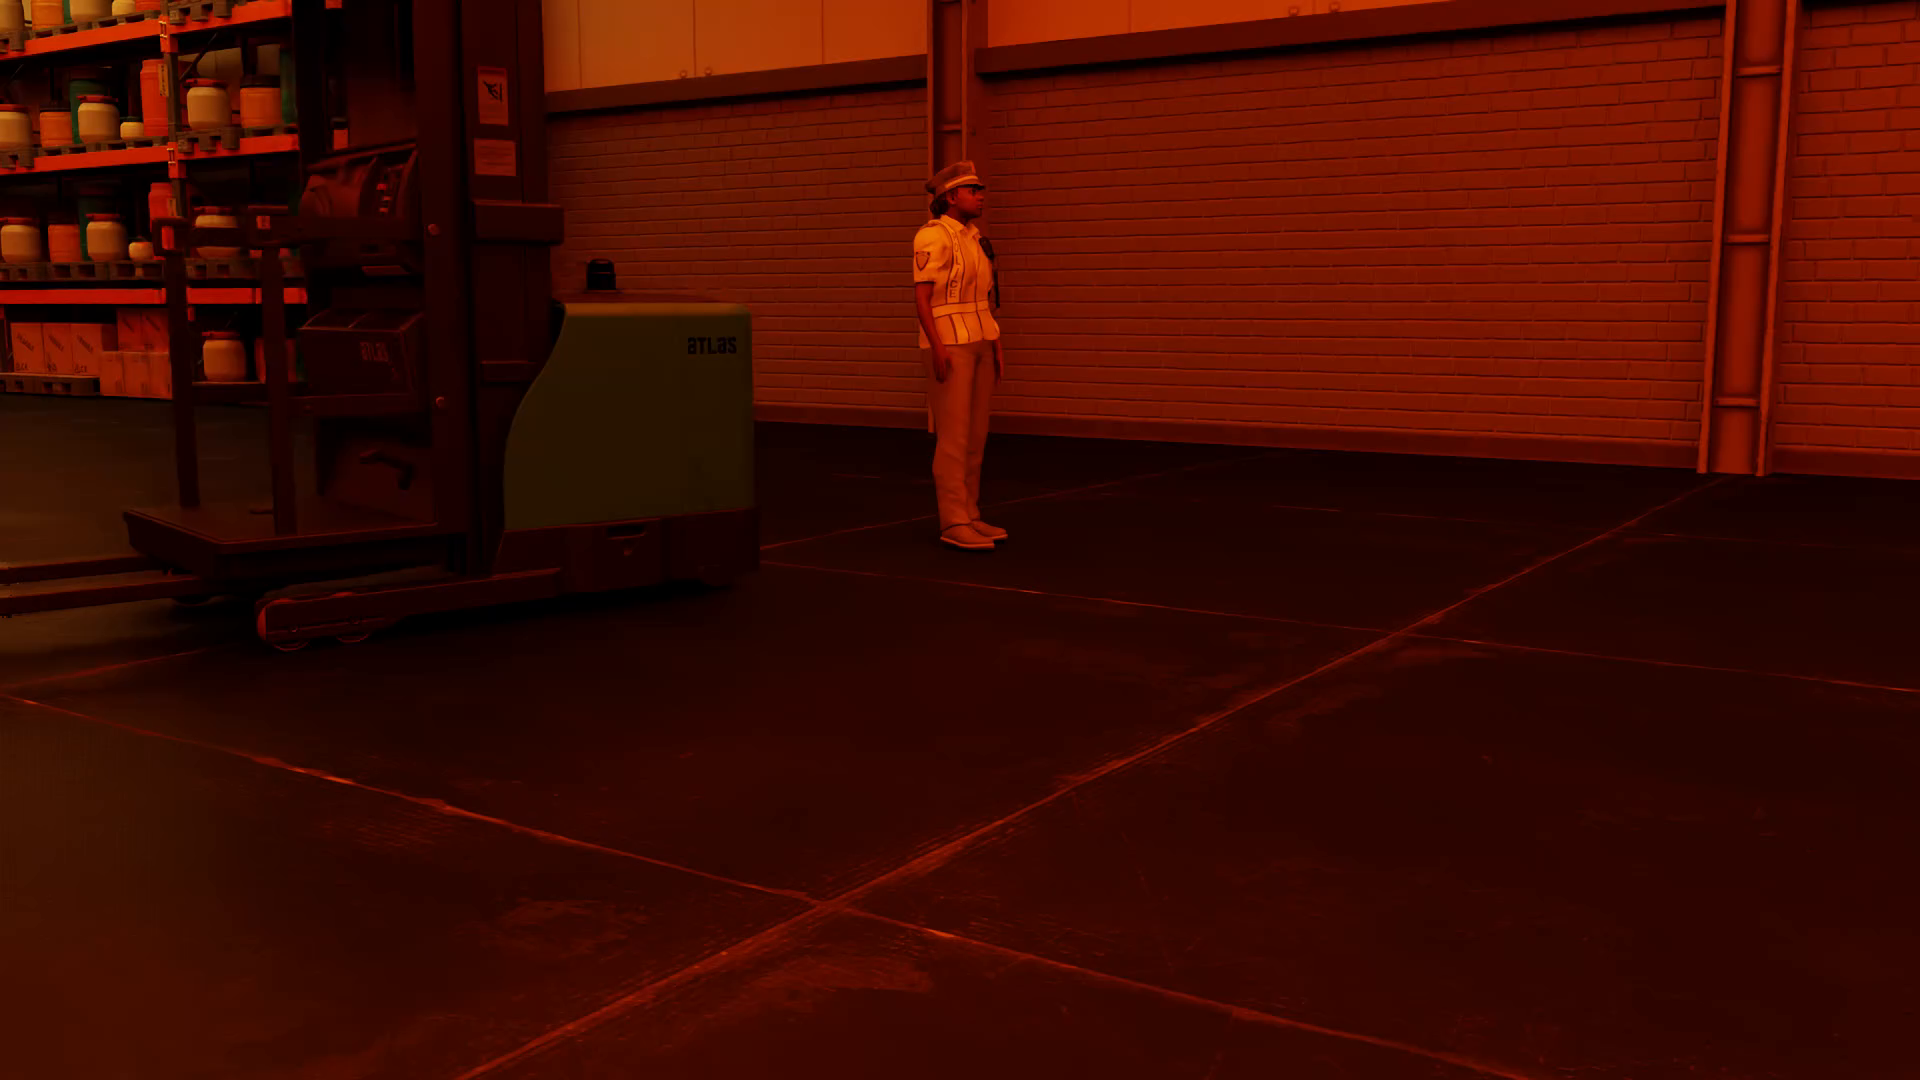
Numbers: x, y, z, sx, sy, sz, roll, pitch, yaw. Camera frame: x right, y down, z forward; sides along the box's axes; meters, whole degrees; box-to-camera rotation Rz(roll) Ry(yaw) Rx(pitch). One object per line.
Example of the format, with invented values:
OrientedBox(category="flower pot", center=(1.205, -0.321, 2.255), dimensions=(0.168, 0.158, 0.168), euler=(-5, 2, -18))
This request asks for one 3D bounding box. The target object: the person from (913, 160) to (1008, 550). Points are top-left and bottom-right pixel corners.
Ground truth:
OrientedBox(category="person", center=(0.052, -0.838, 7.426), dimensions=(0.528, 1.697, 0.570), euler=(5, 10, 34))

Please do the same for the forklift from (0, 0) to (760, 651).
OrientedBox(category="forklift", center=(-2.210, -1.187, 5.543), dimensions=(3.031, 2.935, 1.130), euler=(-7, 11, -40))
